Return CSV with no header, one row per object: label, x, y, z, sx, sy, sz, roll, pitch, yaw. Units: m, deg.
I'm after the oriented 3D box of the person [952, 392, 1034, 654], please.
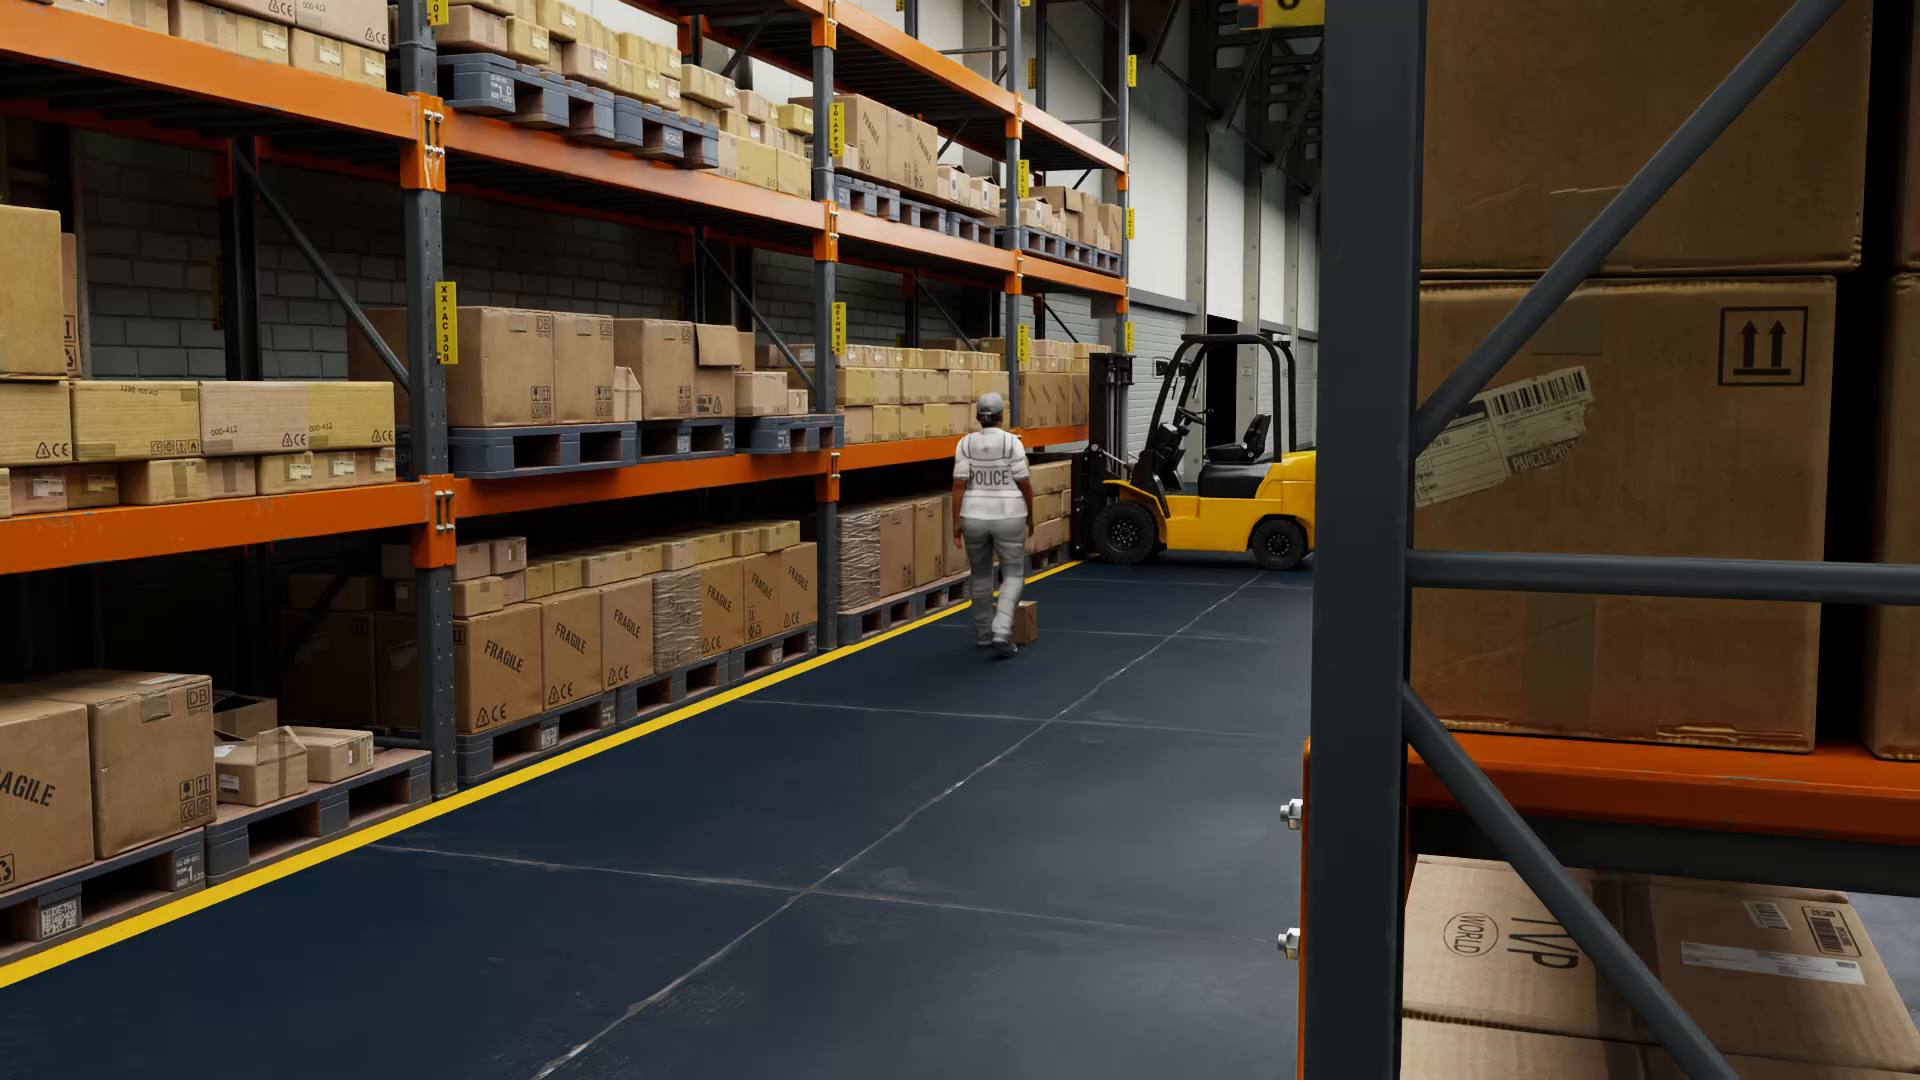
person,0.220,-0.117,10.542,0.507,1.636,0.773,2,6,17
